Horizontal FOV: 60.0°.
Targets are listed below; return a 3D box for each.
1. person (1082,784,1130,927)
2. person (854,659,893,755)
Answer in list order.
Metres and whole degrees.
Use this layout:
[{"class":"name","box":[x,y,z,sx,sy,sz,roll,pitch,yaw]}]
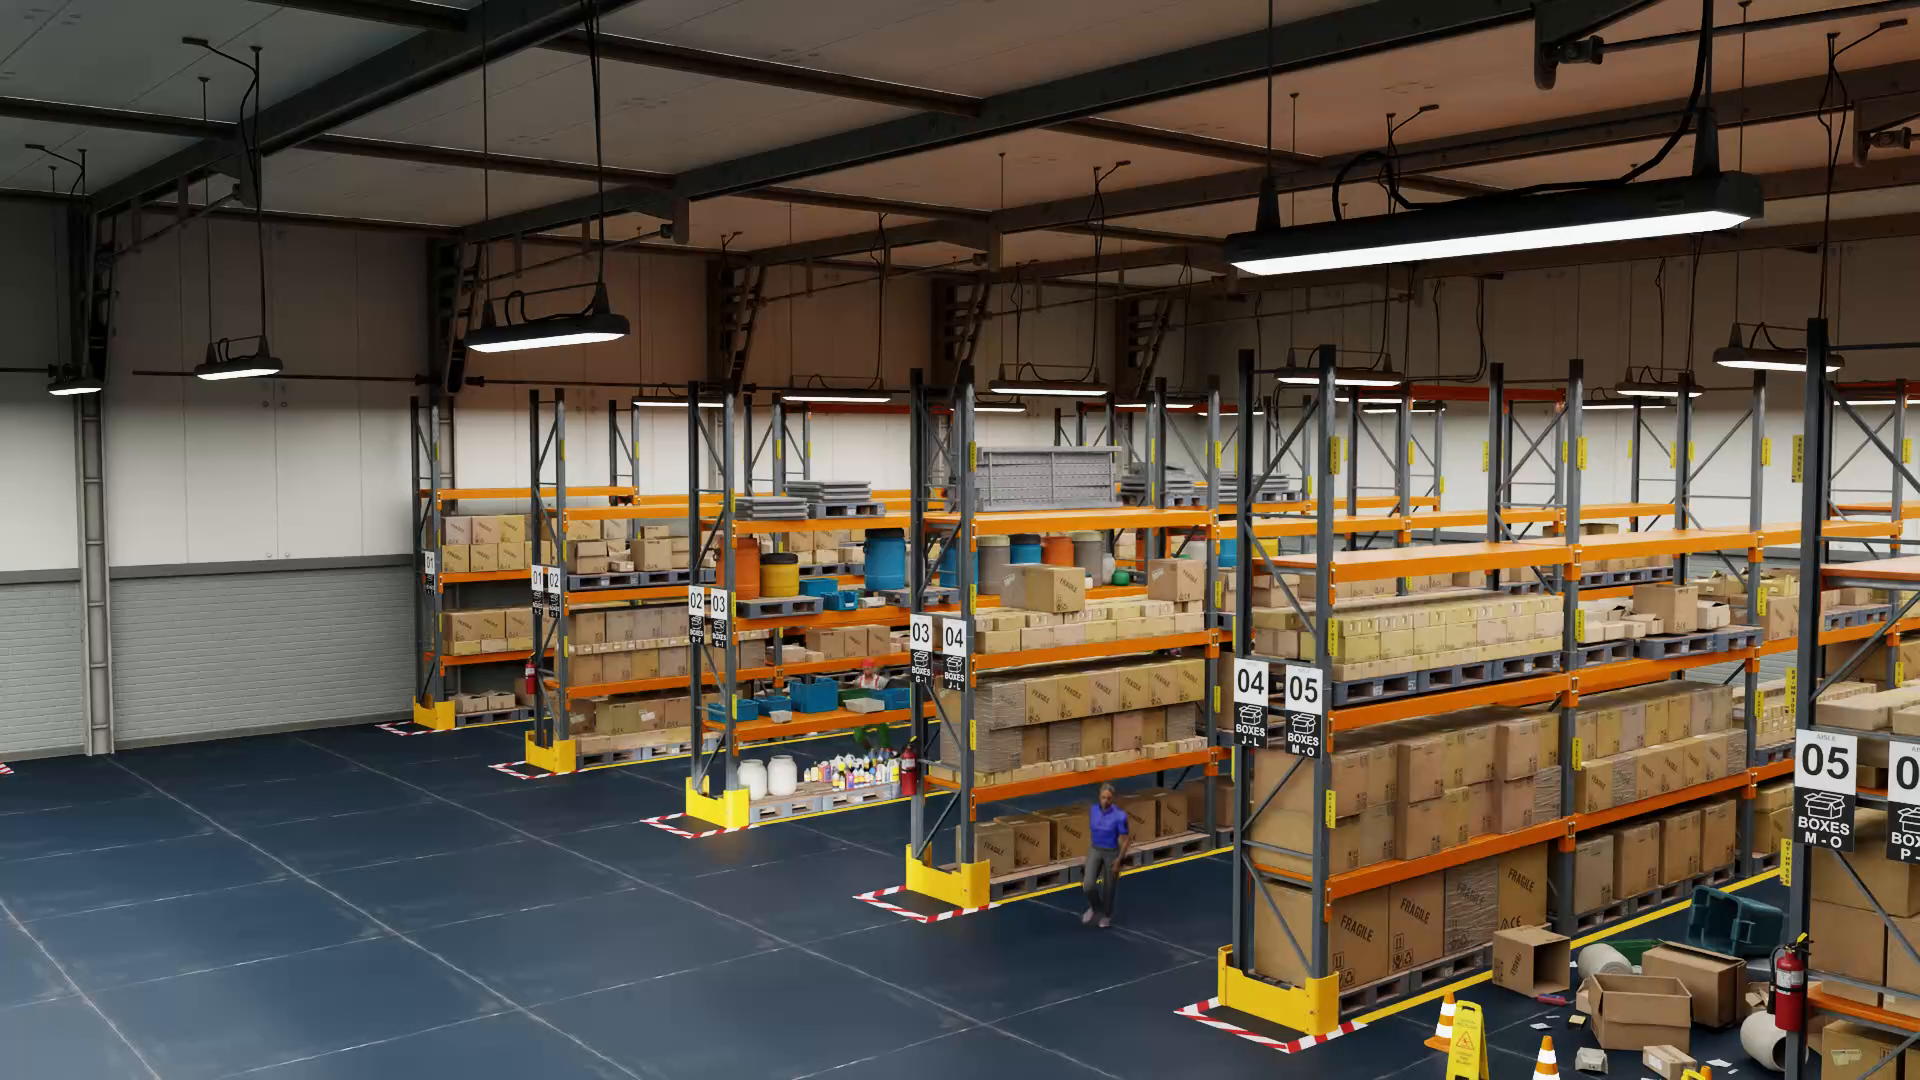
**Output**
[{"class":"person","box":[1.540,3.329,17.494,0.558,1.599,0.712,1,4,18]},{"class":"person","box":[-1.352,2.739,26.241,0.643,1.758,0.506,1,4,22]}]
